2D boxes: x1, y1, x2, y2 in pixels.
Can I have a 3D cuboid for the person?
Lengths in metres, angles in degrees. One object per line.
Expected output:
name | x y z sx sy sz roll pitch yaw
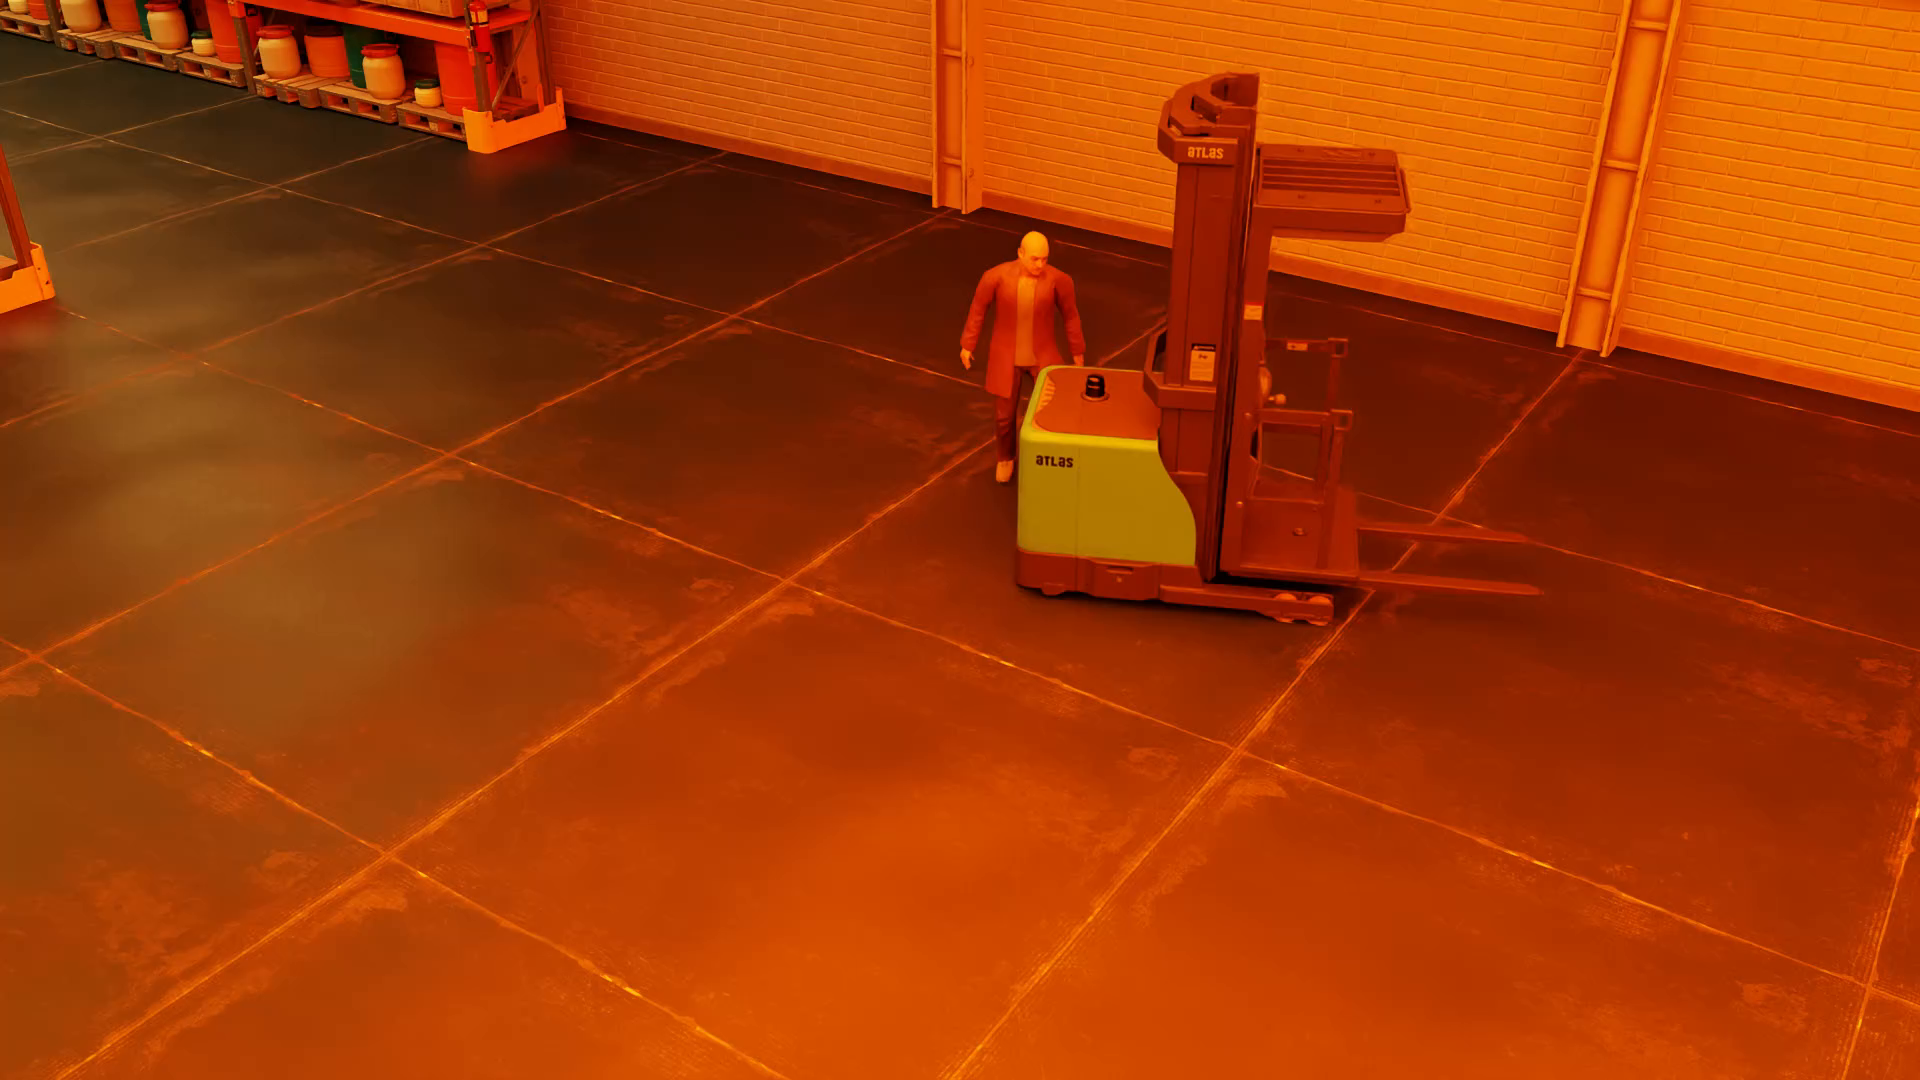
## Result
person | 0.454 -1.196 10.839 0.917 1.749 0.451 0 30 1

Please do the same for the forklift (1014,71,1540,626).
forklift | 1.891 -1.061 9.408 3.031 2.935 1.130 5 31 9
